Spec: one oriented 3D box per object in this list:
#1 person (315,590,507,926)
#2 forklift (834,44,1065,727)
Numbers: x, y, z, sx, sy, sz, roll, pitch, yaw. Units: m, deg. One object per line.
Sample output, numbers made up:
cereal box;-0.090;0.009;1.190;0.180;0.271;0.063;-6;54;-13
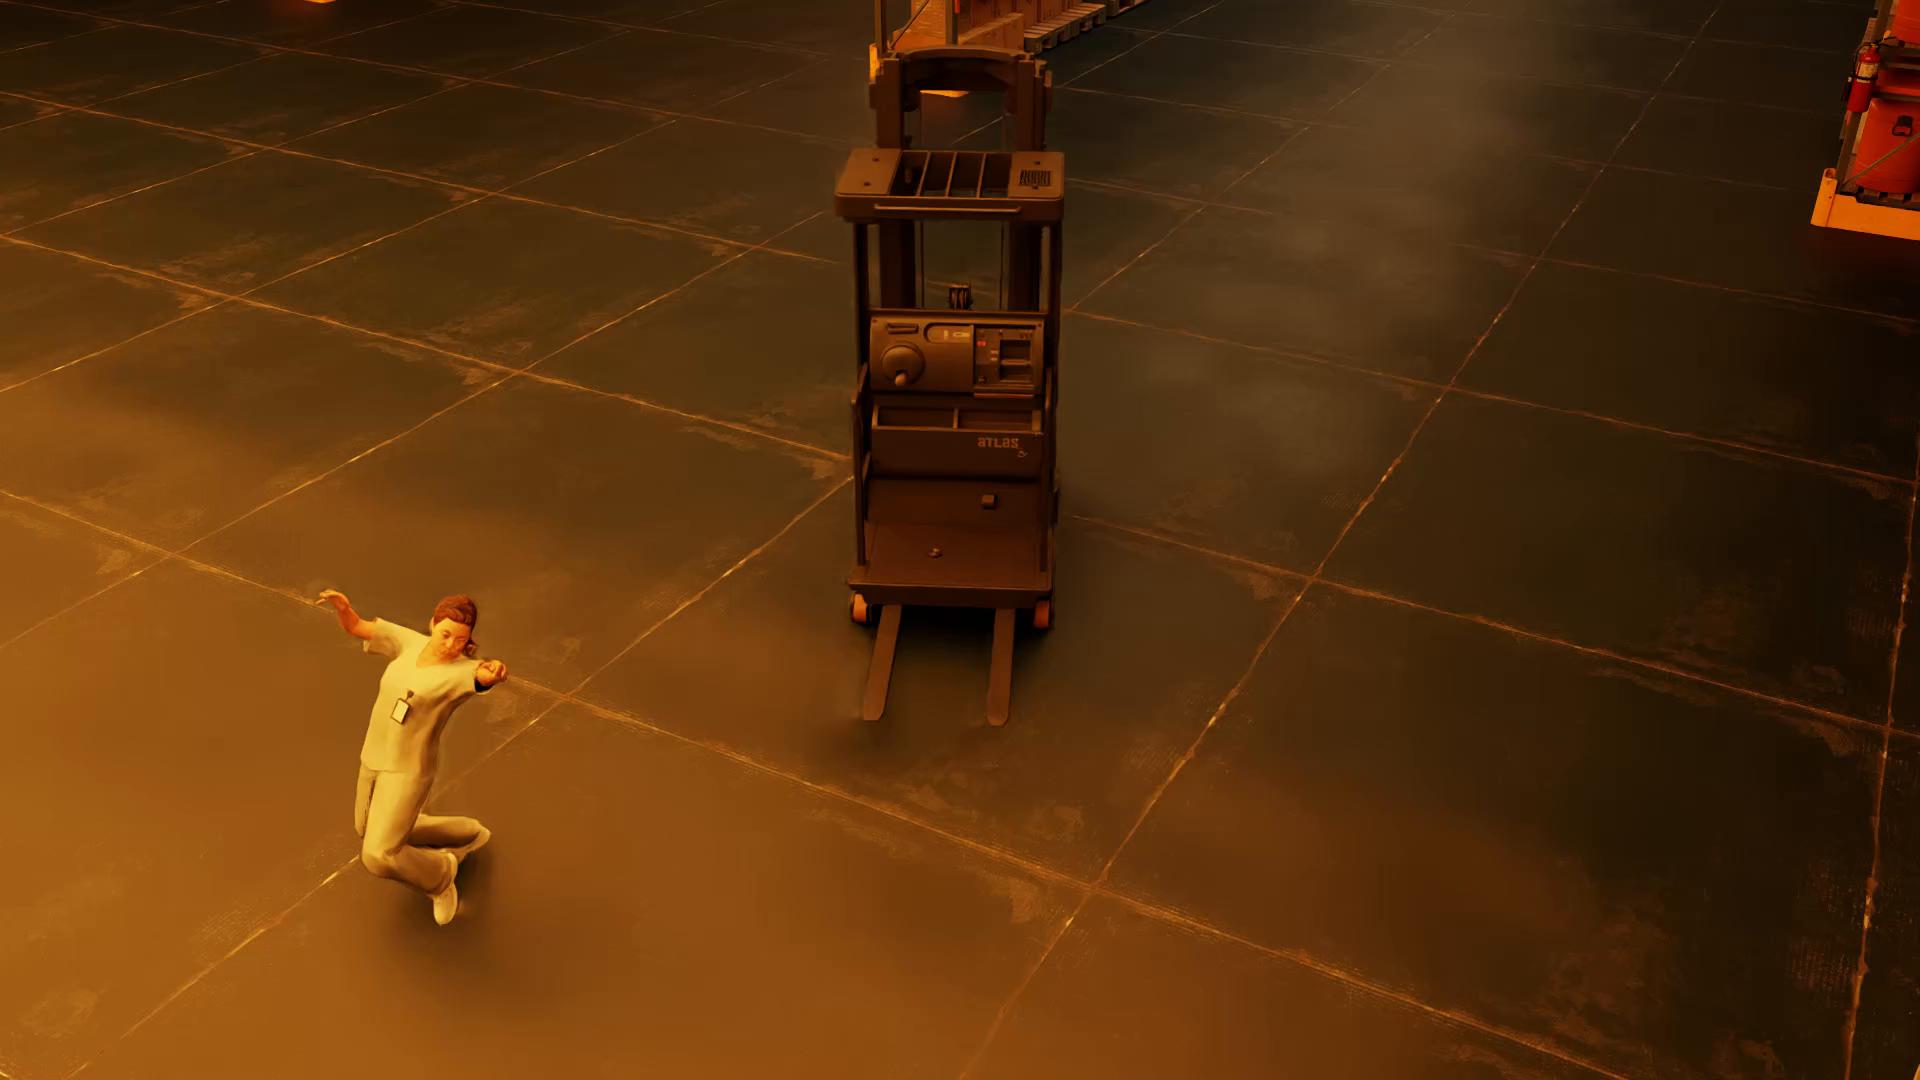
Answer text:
person;-2.187;0.916;6.874;0.954;1.567;0.777;25;38;36
forklift;-0.028;-0.947;8.712;1.130;2.935;3.031;2;30;3
